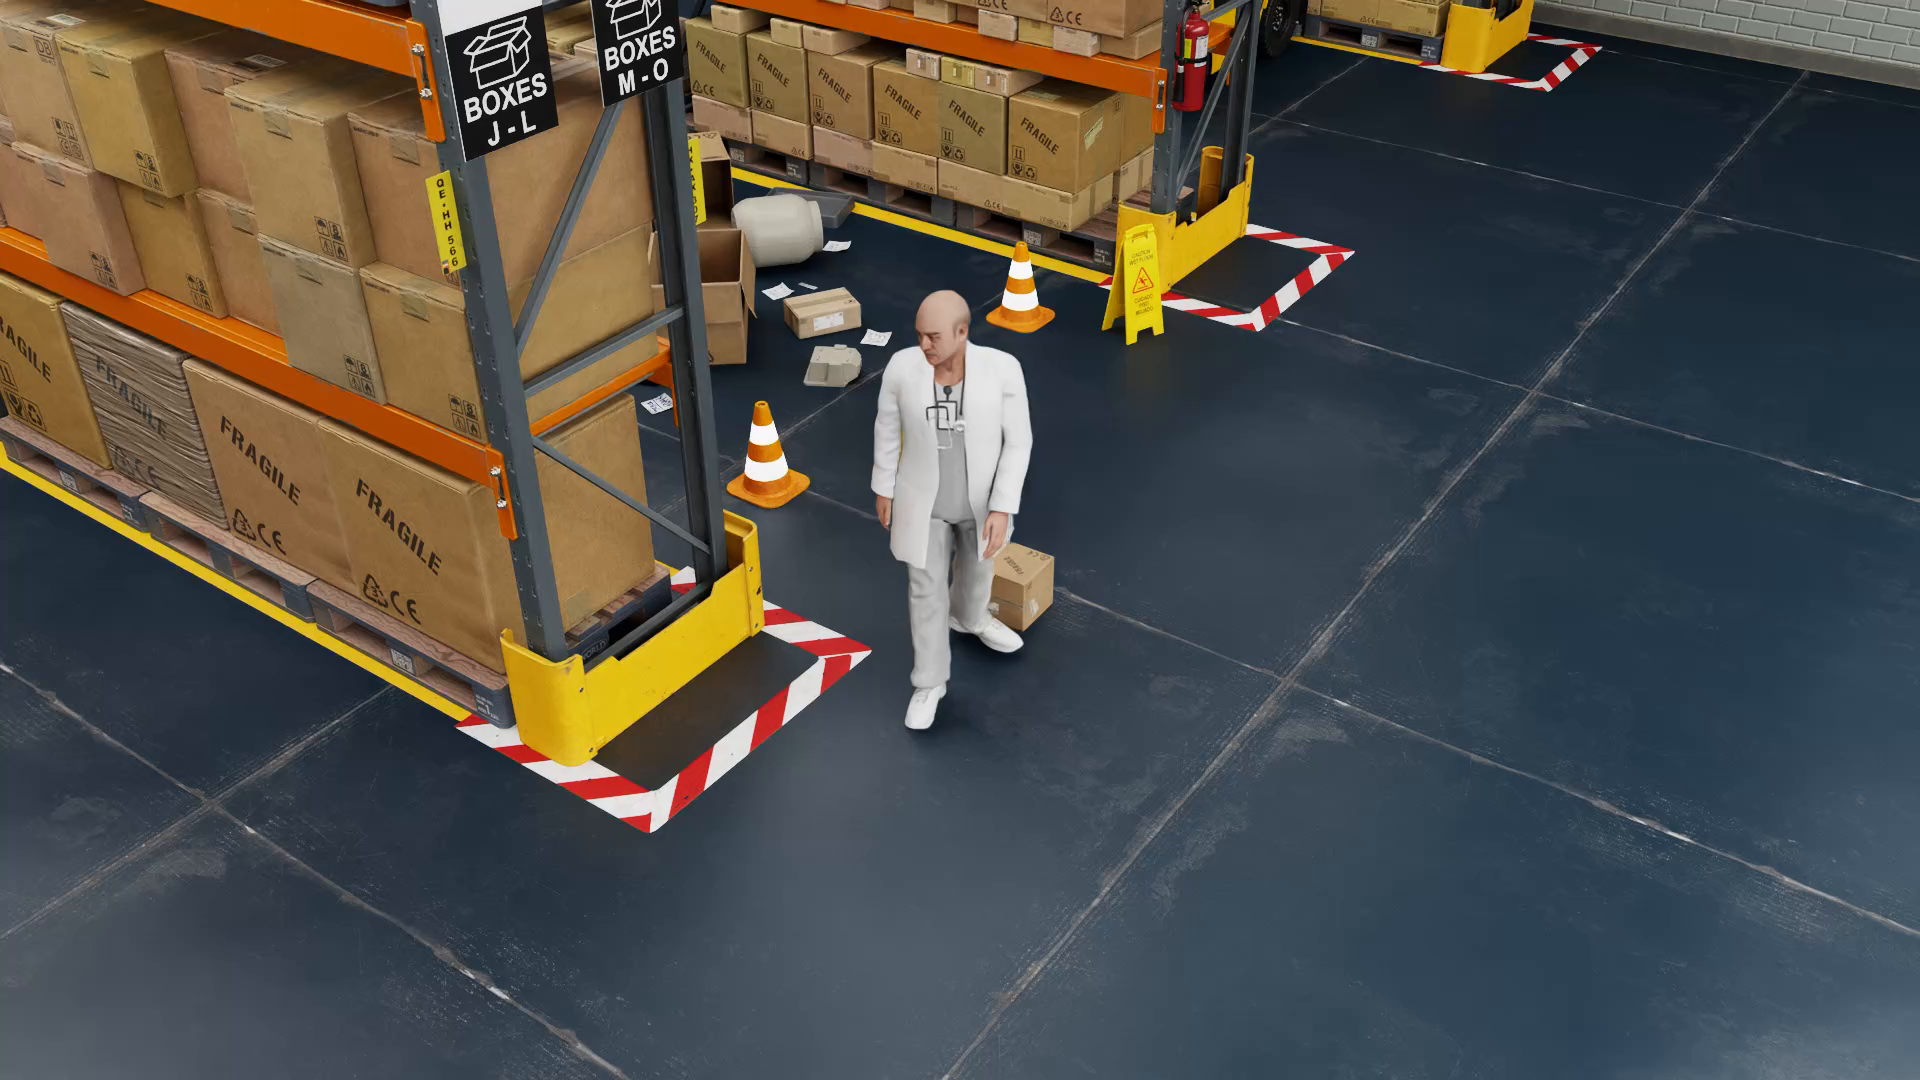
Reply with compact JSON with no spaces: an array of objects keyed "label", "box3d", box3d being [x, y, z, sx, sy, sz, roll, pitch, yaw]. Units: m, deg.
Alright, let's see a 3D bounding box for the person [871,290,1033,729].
[{"label":"person","box3d":[-0.036,-0.159,6.374,0.611,1.769,0.766,0,34,-1]}]
